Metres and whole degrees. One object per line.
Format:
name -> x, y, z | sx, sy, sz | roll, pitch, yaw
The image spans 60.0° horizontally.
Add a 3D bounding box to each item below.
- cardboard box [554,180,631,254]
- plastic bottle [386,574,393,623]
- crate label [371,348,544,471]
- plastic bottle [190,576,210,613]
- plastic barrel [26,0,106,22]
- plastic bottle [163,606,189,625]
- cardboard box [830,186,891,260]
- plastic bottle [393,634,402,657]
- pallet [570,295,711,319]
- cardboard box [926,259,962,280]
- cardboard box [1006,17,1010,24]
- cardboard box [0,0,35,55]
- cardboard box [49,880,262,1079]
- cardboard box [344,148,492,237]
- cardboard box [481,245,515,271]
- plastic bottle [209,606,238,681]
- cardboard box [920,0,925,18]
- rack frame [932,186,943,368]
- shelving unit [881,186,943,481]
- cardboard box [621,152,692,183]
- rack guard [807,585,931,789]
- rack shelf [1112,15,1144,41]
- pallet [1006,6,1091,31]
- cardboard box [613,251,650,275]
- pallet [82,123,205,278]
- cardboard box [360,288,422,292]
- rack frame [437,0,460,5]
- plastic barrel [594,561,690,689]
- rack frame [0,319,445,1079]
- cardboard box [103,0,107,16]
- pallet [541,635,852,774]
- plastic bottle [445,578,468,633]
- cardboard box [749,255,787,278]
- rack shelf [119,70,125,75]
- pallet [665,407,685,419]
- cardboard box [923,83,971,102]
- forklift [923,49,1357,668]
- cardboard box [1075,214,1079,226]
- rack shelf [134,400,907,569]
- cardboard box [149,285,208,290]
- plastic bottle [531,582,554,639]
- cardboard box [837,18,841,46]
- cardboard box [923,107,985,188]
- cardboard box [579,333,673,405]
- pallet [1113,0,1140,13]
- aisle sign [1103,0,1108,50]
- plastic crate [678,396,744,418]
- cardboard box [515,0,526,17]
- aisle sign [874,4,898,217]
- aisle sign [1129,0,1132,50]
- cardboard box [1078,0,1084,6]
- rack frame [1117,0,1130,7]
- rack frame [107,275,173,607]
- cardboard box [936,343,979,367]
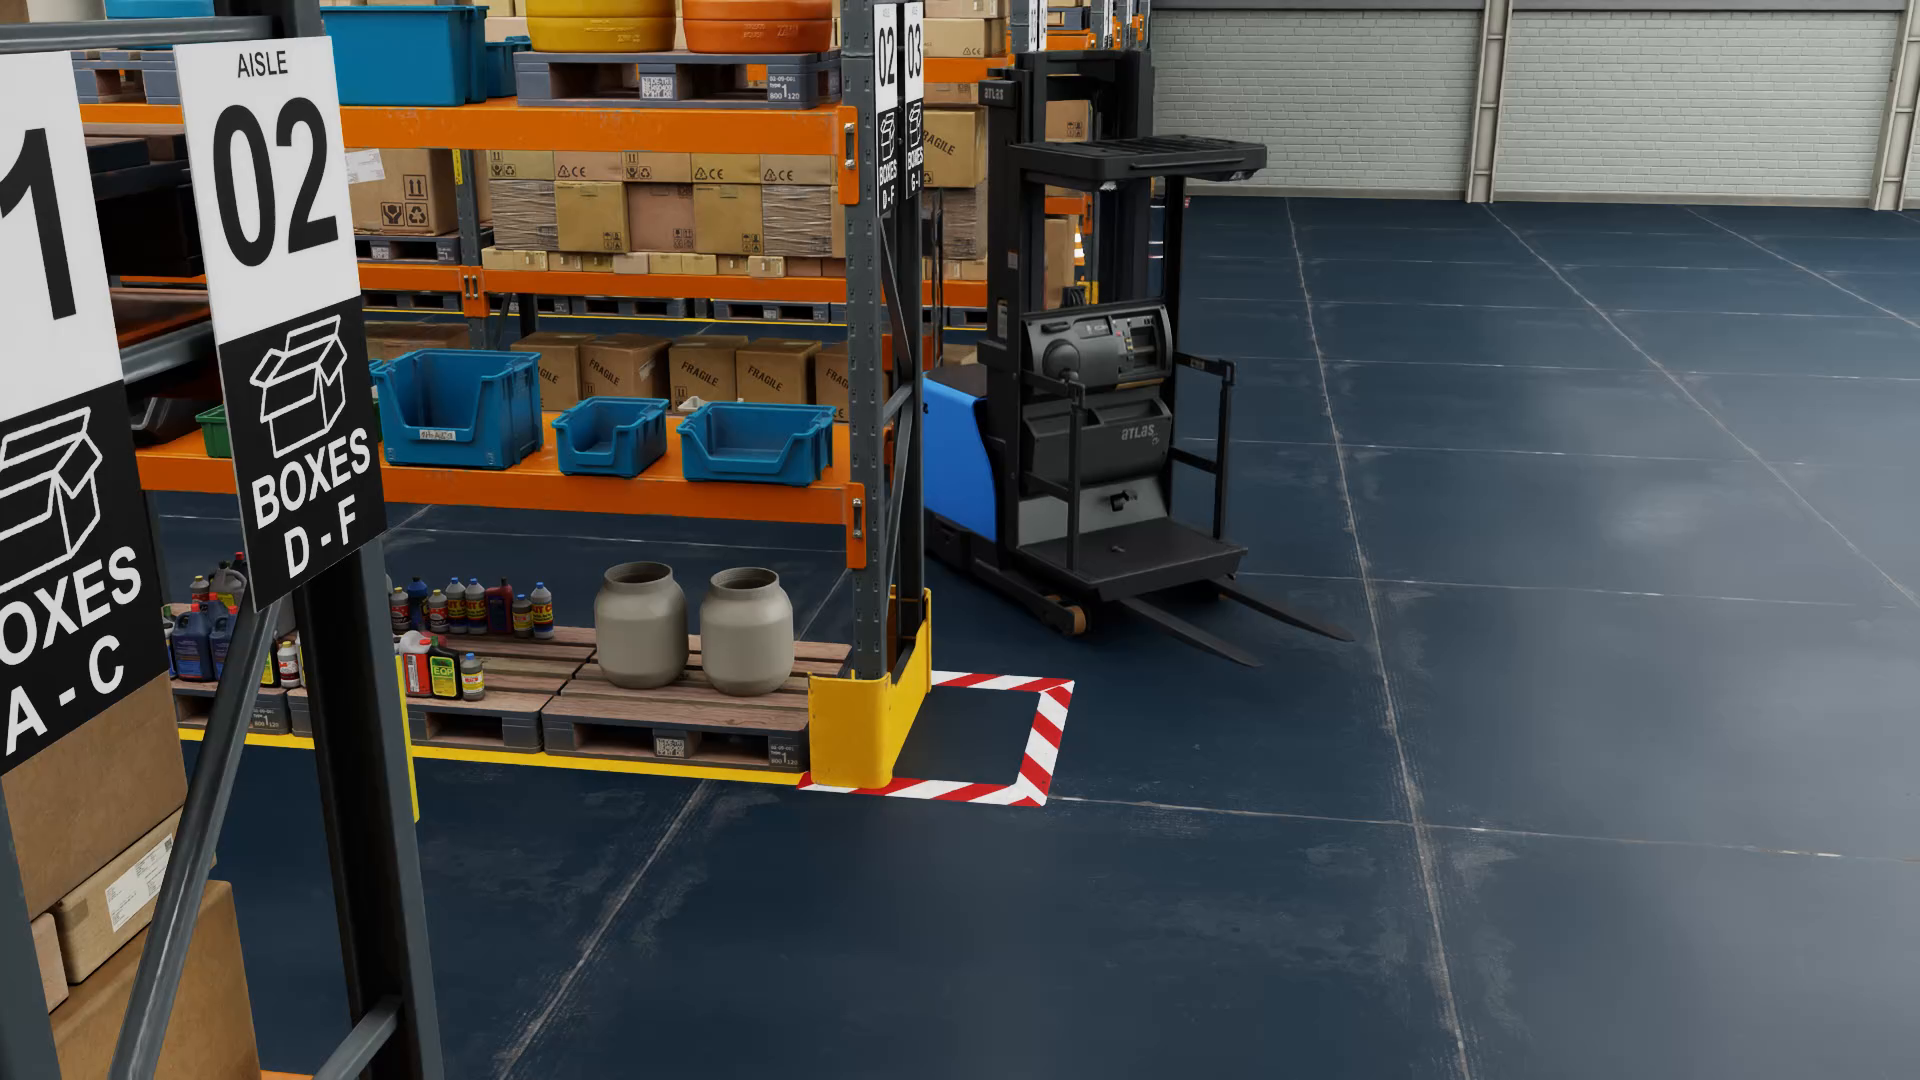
cardboard box -> -2.552, -2.419, 12.178 | 0.500, 0.500, 0.875 | 3, 19, 9
plastic bottle -> -2.911, 0.304, 8.267 | 0.135, 0.276, 0.152 | 3, 19, 10
crate label -> -2.171, -0.580, 7.254 | 0.616, 0.435, 0.502 | 3, 19, 9
plastic bottle -> -3.853, 0.282, 8.449 | 0.097, 0.201, 0.097 | 0, 18, 0
plastic barrel -> -3.866, -2.348, 7.028 | 0.421, 0.512, 0.421 | 0, 18, 0
plastic bottle -> -3.676, 0.451, 7.817 | 0.133, 0.283, 0.061 | 3, 19, 9
cardboard box -> -0.577, -2.319, 11.881 | 0.500, 0.500, 0.875 | 3, 19, 9
plastic bottle -> -2.575, 0.544, 7.548 | 0.135, 0.276, 0.152 | 2, 19, 7
pallet -> -3.362, -2.550, 17.592 | 1.213, 0.211, 1.003 | 3, 19, 9
cardboard box -> -0.086, -1.950, 11.801 | 0.250, 0.149, 0.380 | 3, 19, 9
cardboard box -> 0.649, -6.503, 20.680 | 0.250, 0.149, 0.380 | 3, 19, 8
cardboard box -> -1.667, -0.771, 2.107 | 0.637, 0.503, 0.797 | 4, 19, 12
cardboard box -> -1.559, 0.921, 2.665 | 0.500, 0.500, 0.700 | 3, 19, 9
cardboard box -> -4.237, -2.876, 12.564 | 1.000, 1.000, 1.000 | 3, 19, 9
cardboard box -> -3.310, -2.084, 12.201 | 0.250, 0.149, 0.380 | 3, 19, 9
plastic bottle -> -3.343, 0.471, 7.649 | 0.185, 0.351, 0.144 | 2, 19, 6
cardboard box -> -0.375, -3.593, 11.195 | 0.250, 0.149, 0.380 | 2, 19, 6
rack frame -> -0.133, -1.094, 10.265 | 0.015, 2.100, 0.400 | 2, 19, 6
shelving unit -> -0.376, -1.103, 10.290 | 0.503, 2.100, 0.431 | 2, 19, 6
cardboard box -> -2.083, -2.819, 11.798 | 0.500, 0.500, 0.500 | 3, 19, 9
rack guard -> -0.394, 0.641, 7.600 | 0.348, 0.500, 1.175 | 3, 19, 9
rack shelf -> 0.855, -7.949, 25.739 | 4.000, 0.370, 1.077 | 3, 19, 9
pallet -> 0.627, -5.070, 16.142 | 1.213, 0.211, 1.003 | 3, 19, 9
cardboard box -> -2.326, -2.029, 12.034 | 0.250, 0.149, 0.380 | 3, 19, 9
pallet -> -1.794, -0.428, 2.267 | 1.213, 0.211, 1.003 | 3, 19, 9
cardboard box -> -5.951, -3.132, 17.820 | 0.750, 0.750, 1.050 | 3, 19, 8
rack frame -> -3.475, -5.153, 11.523 | 0.127, 3.000, 1.000 | 3, 19, 9
plastic barrel -> -1.468, 0.391, 7.666 | 0.421, 0.512, 0.421 | 0, 18, 0
rack frame -> -1.100, 0.996, 2.598 | 0.127, 3.000, 1.000 | 3, 19, 9
cardboard box -> -6.003, -4.063, 12.045 | 0.500, 0.500, 0.500 | 2, 19, 7
pallet -> -1.195, 0.735, 7.773 | 1.213, 0.211, 1.003 | 3, 19, 9
plastic bottle -> -2.489, 0.319, 8.230 | 0.097, 0.271, 0.097 | 0, 18, 0
cardboard box -> -1.337, -1.980, 11.890 | 0.250, 0.149, 0.380 | 3, 19, 9
rack shelf -> -5.450, -3.490, 12.414 | 4.000, 0.370, 1.077 | 3, 19, 9
pallet -> -1.598, -0.903, 12.668 | 1.213, 0.211, 1.003 | 3, 19, 9
cardboard box -> -0.088, -4.339, 16.607 | 0.550, 0.550, 0.875 | 3, 19, 9
forklift -> 0.869, -1.047, 8.813 | 1.130, 2.935, 3.031 | -11, 21, -30
cardboard box -> 1.294, -4.234, 21.902 | 0.500, 0.250, 0.500 | 3, 19, 8
rack shelf -> -2.286, -0.315, 7.650 | 4.000, 0.370, 1.077 | 3, 19, 9
cardboard box -> -6.233, -1.841, 13.141 | 0.500, 0.250, 0.500 | 5, 19, 15
plastic bottle -> -2.052, 0.341, 8.163 | 0.097, 0.271, 0.097 | 0, 18, 0
cardboard box -> -0.535, -3.427, 11.328 | 0.500, 0.250, 0.500 | 3, 19, 9
cardboard box -> -0.108, -2.720, 11.503 | 0.500, 0.500, 0.500 | 3, 19, 9
cardboard box -> -2.520, -1.263, 12.628 | 0.500, 0.500, 0.500 | 9, 21, 26
pallet -> 2.136, -8.191, 25.469 | 1.213, 0.211, 1.003 | 3, 19, 9
aisle sign -> 1.383, -4.791, 15.798 | 0.004, 0.787, 0.394 | 3, 19, 9
plastic crate -> -1.144, -0.576, 7.713 | 0.250, 0.136, 0.298 | 3, 19, 9
cardboard box -> -2.929, -3.744, 11.646 | 0.250, 0.149, 0.380 | 2, 19, 6
aisle sign -> -0.287, -1.691, 6.534 | 0.004, 0.787, 0.394 | 3, 19, 9
aisle sign -> 2.157, -6.539, 21.020 | 0.004, 0.787, 0.394 | 3, 19, 9
cardboard box -> 1.073, -5.323, 16.335 | 0.250, 0.149, 0.380 | 3, 19, 9
rack frame -> 2.046, -8.057, 20.200 | 0.127, 3.000, 1.000 | 3, 19, 9
rack frame -> -4.260, -0.757, 7.837 | 0.127, 3.000, 1.000 | 3, 19, 9
cardboard box -> -0.139, -1.157, 12.313 | 0.500, 0.500, 0.500 | 7, 20, 19
